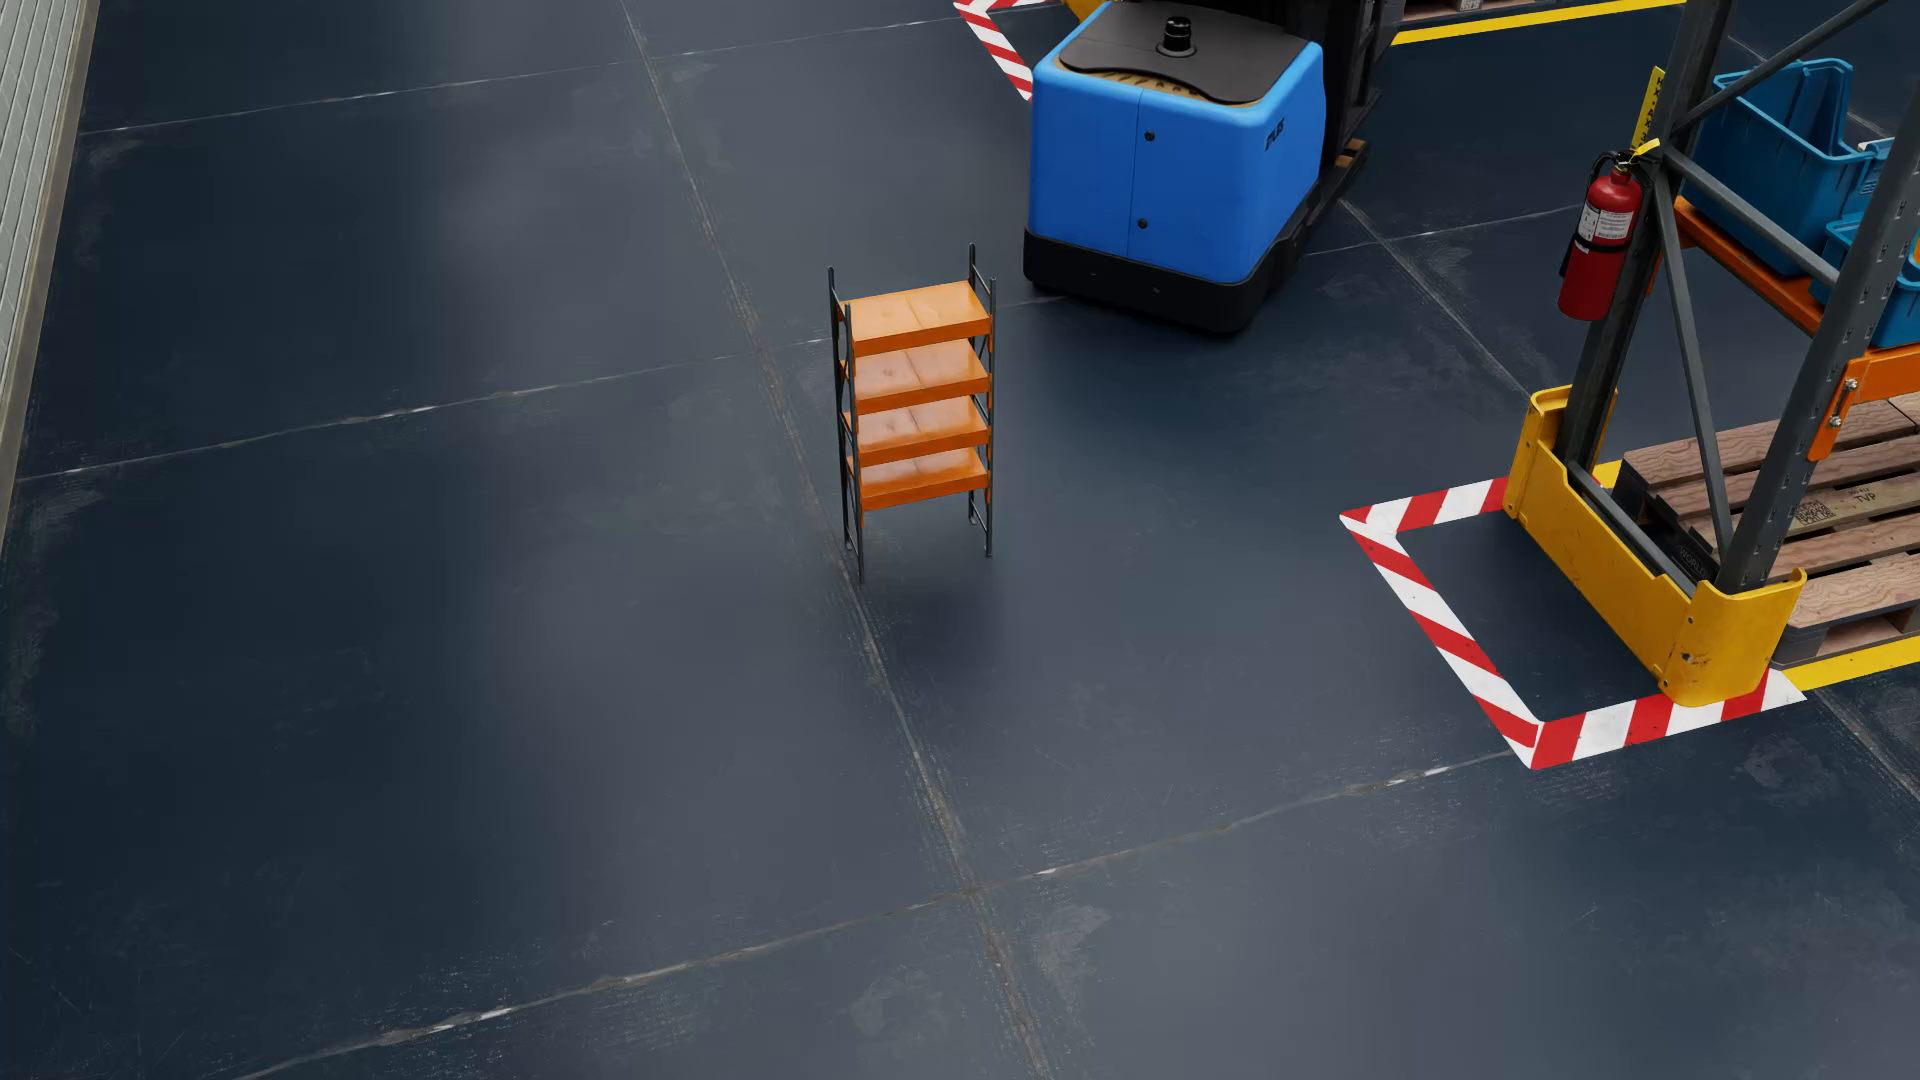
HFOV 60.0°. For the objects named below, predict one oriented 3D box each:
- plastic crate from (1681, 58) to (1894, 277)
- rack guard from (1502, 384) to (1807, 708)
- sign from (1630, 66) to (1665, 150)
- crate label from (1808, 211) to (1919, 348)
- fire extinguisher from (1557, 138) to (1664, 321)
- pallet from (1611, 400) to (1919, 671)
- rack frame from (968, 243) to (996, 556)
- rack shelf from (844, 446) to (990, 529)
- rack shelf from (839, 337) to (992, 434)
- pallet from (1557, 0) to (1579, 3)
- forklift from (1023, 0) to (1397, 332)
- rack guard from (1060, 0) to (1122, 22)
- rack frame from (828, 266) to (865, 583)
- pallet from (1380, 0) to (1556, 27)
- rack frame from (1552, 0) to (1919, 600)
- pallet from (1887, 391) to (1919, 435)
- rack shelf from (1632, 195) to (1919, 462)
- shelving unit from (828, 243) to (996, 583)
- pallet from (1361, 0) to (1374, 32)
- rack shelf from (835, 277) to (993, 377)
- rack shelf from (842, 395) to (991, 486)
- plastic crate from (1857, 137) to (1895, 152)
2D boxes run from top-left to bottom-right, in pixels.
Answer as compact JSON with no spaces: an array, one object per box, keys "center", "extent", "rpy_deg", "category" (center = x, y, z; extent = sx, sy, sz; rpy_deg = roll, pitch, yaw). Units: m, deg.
[{"center":[2.691,-1.186,5.255],"extent":[0.499,0.435,0.616],"rpy_deg":[-12,42,-13],"category":"plastic crate"},{"center":[2.409,-0.013,5.885],"extent":[0.348,0.500,1.175],"rpy_deg":[-12,42,-13],"category":"rack guard"},{"center":[2.247,-1.370,5.415],"extent":[0.005,0.325,0.100],"rpy_deg":[-12,42,-13],"category":"sign"},{"center":[2.762,-0.769,4.932],"extent":[0.303,0.233,0.416],"rpy_deg":[-12,42,-13],"category":"crate label"},{"center":[2.148,-1.053,5.517],"extent":[0.183,0.674,0.296],"rpy_deg":[-12,42,-13],"category":"fire extinguisher"},{"center":[3.226,-0.056,6.153],"extent":[1.213,0.211,1.003],"rpy_deg":[-12,42,-13],"category":"pallet"},{"center":[0.075,-0.467,5.873],"extent":[0.015,1.200,0.240],"rpy_deg":[-12,42,-13],"category":"rack frame"},{"center":[-0.158,-0.219,5.993],"extent":[0.480,0.148,0.258],"rpy_deg":[-12,42,-13],"category":"rack shelf"},{"center":[-0.158,-0.537,5.715],"extent":[0.480,0.148,0.258],"rpy_deg":[-12,42,-13],"category":"rack shelf"},{"center":[4.007,-3.714,10.341],"extent":[1.213,0.211,1.003],"rpy_deg":[-12,42,-13],"category":"pallet"},{"center":[1.407,-2.962,7.413],"extent":[1.130,2.935,3.031],"rpy_deg":[19,44,20],"category":"forklift"},{"center":[0.917,-3.129,9.452],"extent":[0.348,0.500,1.175],"rpy_deg":[-12,42,-13],"category":"rack guard"},{"center":[-0.391,-0.371,5.763],"extent":[0.015,1.200,0.240],"rpy_deg":[-12,42,-13],"category":"rack frame"},{"center":[2.841,-3.471,10.062],"extent":[1.213,0.211,1.003],"rpy_deg":[-12,42,-13],"category":"pallet"},{"center":[2.428,-0.967,5.077],"extent":[0.127,3.000,1.000],"rpy_deg":[-12,42,-13],"category":"rack frame"},{"center":[4.388,-0.294,6.426],"extent":[1.213,0.211,1.003],"rpy_deg":[-12,42,-13],"category":"pallet"},{"center":[4.336,-1.091,5.766],"extent":[4.000,0.370,1.077],"rpy_deg":[-12,42,-13],"category":"rack shelf"},{"center":[-0.158,-0.419,5.818],"extent":[0.503,1.200,0.258],"rpy_deg":[-12,42,-13],"category":"shelving unit"},{"center":[1.679,-3.232,9.789],"extent":[1.213,0.211,1.003],"rpy_deg":[-12,42,-13],"category":"pallet"},{"center":[-0.158,-0.715,5.559],"extent":[0.480,0.148,0.258],"rpy_deg":[-12,42,-13],"category":"rack shelf"},{"center":[-0.158,-0.368,5.862],"extent":[0.480,0.148,0.258],"rpy_deg":[-12,42,-13],"category":"rack shelf"},{"center":[3.151,-1.165,5.459],"extent":[0.243,0.136,0.396],"rpy_deg":[-12,42,-13],"category":"plastic crate"}]
